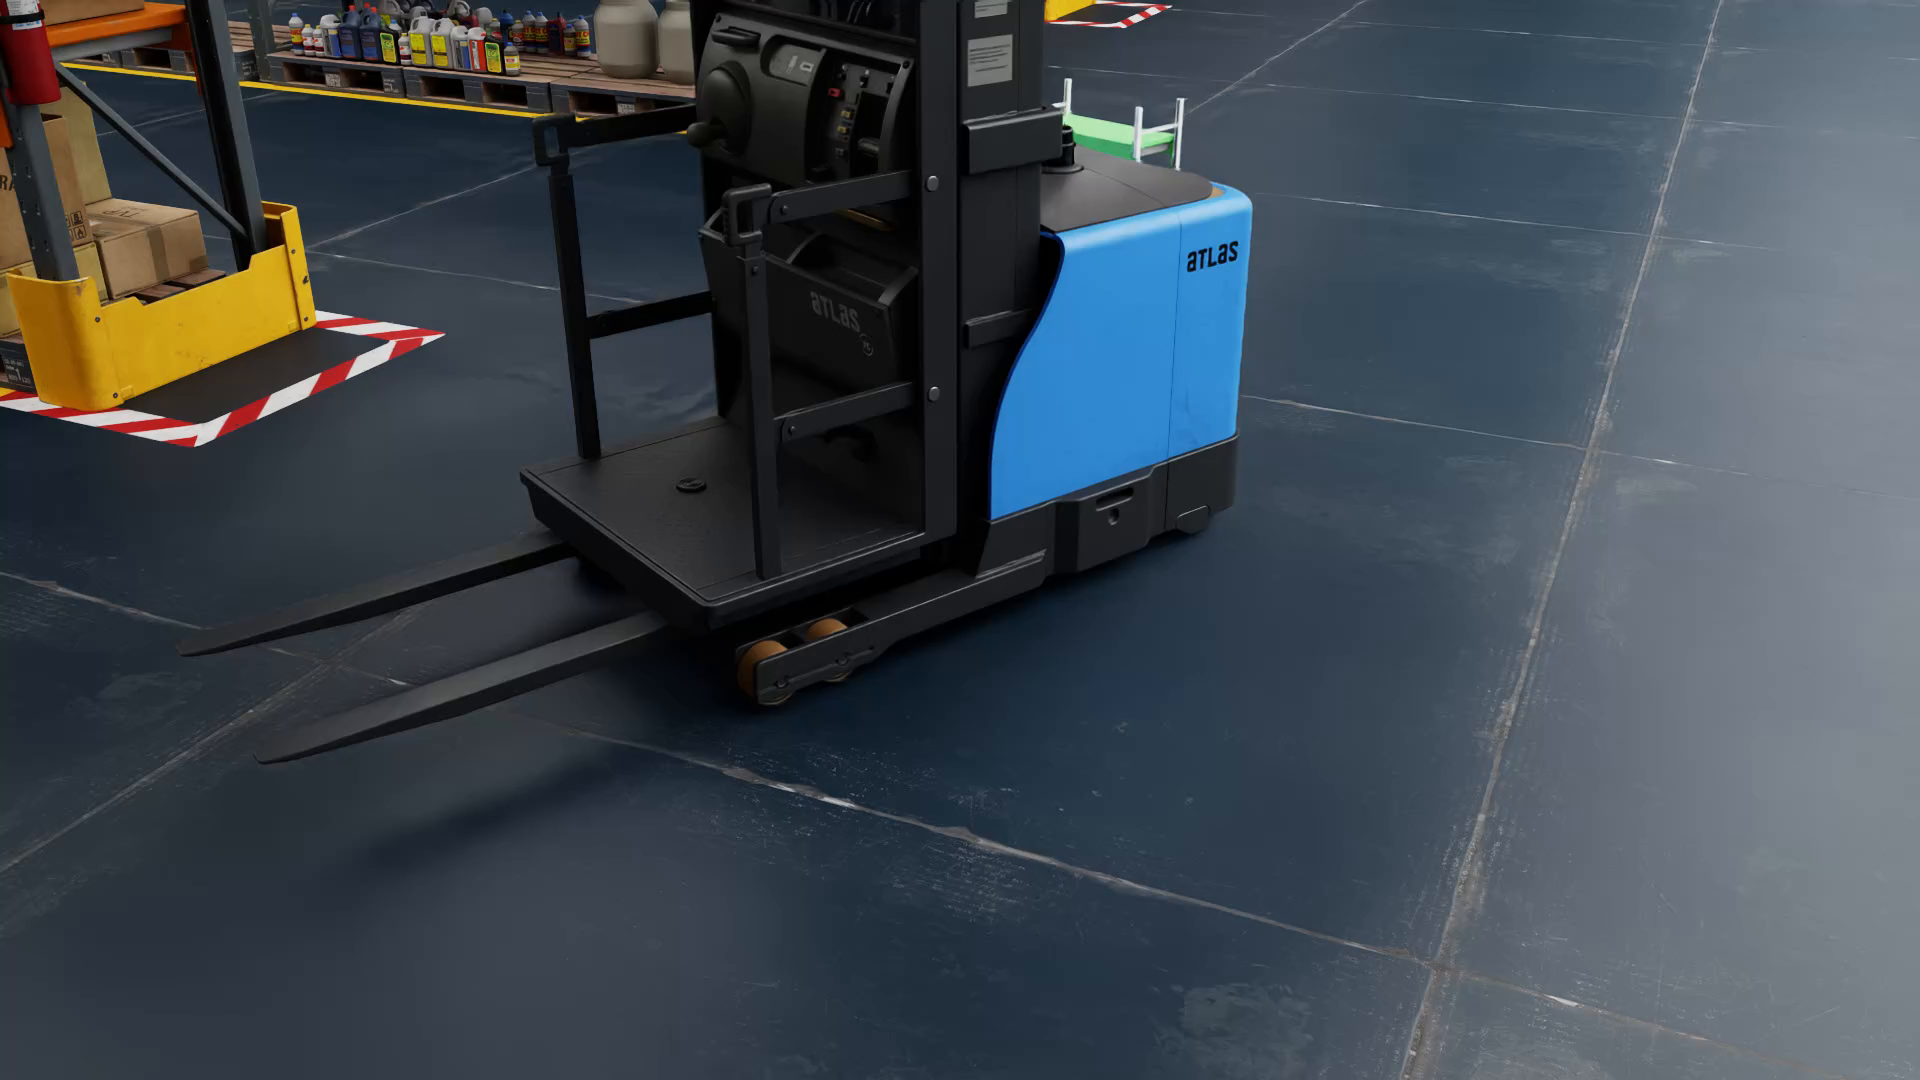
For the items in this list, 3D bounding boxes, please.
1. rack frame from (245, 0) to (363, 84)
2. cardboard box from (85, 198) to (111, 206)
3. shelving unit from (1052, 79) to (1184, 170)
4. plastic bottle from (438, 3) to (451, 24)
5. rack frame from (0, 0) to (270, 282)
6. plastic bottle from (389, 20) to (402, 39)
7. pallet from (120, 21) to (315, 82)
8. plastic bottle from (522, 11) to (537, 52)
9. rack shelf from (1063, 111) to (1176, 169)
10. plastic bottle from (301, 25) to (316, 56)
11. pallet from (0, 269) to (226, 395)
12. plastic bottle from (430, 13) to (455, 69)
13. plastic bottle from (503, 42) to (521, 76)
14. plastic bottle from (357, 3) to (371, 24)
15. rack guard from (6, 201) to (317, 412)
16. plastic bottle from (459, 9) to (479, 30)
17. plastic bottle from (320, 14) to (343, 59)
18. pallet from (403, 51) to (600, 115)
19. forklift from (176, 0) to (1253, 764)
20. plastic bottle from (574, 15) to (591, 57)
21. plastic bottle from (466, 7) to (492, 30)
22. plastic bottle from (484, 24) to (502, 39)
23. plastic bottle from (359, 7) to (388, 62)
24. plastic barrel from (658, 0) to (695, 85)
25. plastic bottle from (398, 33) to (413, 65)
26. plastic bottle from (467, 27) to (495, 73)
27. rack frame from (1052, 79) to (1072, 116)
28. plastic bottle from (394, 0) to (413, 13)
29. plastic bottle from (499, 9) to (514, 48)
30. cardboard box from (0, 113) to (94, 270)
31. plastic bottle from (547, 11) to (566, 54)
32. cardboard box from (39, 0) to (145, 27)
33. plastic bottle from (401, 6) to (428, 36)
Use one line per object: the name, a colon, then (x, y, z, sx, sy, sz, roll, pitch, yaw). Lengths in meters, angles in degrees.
rack frame: (-4.748, -4.809, 11.622, 0.127, 3.000, 1.000, 11, 28, 22)
cardboard box: (-4.013, -1.319, 7.171, 0.500, 0.250, 0.500, 11, 28, 22)
shelving unit: (0.466, -0.956, 5.825, 0.503, 1.200, 0.258, 23, 33, 39)
plastic bottle: (-3.702, -3.738, 12.023, 0.133, 0.283, 0.061, 13, 29, 25)
rack frame: (-3.160, -2.087, 6.093, 0.127, 3.000, 1.000, 11, 28, 22)
plastic bottle: (-3.864, -3.422, 11.395, 0.097, 0.271, 0.097, 0, 26, 0)
pallet: (-5.479, -3.686, 12.498, 1.213, 0.211, 1.003, 11, 28, 22)
plastic bottle: (-3.031, -3.589, 11.734, 0.097, 0.271, 0.097, 0, 26, 0)
rack shelf: (0.473, -1.332, 5.648, 0.480, 0.148, 0.258, 23, 33, 39)
plastic bottle: (-4.547, -3.498, 11.629, 0.097, 0.201, 0.097, 0, 26, 0)
pallet: (-3.874, -0.959, 6.958, 1.213, 0.211, 1.003, 11, 28, 22)
plastic bottle: (-3.457, -3.357, 11.174, 0.185, 0.351, 0.144, 13, 29, 24)
plastic bottle: (-2.960, -3.179, 10.982, 0.097, 0.201, 0.097, 0, 26, 0)
plastic bottle: (-4.125, -3.562, 11.589, 0.185, 0.351, 0.144, 11, 28, 22)
rack guard: (-3.139, -0.961, 6.636, 0.348, 0.500, 1.175, 11, 28, 22)
plastic bottle: (-3.471, -3.618, 11.779, 0.133, 0.283, 0.061, 11, 28, 22)
plastic bottle: (-4.334, -3.502, 11.552, 0.135, 0.276, 0.152, 12, 29, 24)
pallet: (-3.039, -3.196, 11.503, 1.213, 0.211, 1.003, 11, 28, 22)
forklift: (-0.587, -1.144, 4.256, 3.031, 2.935, 1.130, -19, 32, -34)
plastic bottle: (-2.628, -3.508, 11.570, 0.097, 0.271, 0.097, 0, 26, 0)
plastic bottle: (-3.427, -3.657, 11.868, 0.135, 0.276, 0.152, 12, 29, 23)
plastic bottle: (-3.134, -3.316, 11.167, 0.133, 0.283, 0.061, 11, 28, 22)
plastic bottle: (-4.013, -3.469, 11.401, 0.185, 0.351, 0.144, 10, 28, 20)
plastic barrel: (-1.737, -3.240, 10.775, 0.421, 0.512, 0.421, 0, 26, 0)
plastic bottle: (-3.765, -3.341, 11.310, 0.097, 0.201, 0.097, 0, 26, 0)
plastic bottle: (-3.178, -3.270, 11.081, 0.135, 0.276, 0.152, 12, 28, 22)
rack frame: (0.290, -1.031, 5.977, 0.015, 1.200, 0.240, 23, 33, 39)
plastic bottle: (-4.042, -3.816, 12.106, 0.185, 0.351, 0.144, 11, 28, 20)
plastic bottle: (-3.216, -3.626, 11.810, 0.097, 0.271, 0.097, 0, 26, 0)
cardboard box: (-3.772, -1.356, 6.398, 0.500, 0.500, 0.500, 11, 28, 22)
plastic bottle: (-2.827, -3.562, 11.666, 0.133, 0.283, 0.061, 12, 29, 23)
cardboard box: (-3.580, -2.222, 6.254, 0.500, 0.500, 0.700, 11, 28, 22)
plastic bottle: (-3.906, -3.683, 11.921, 0.135, 0.276, 0.152, 11, 28, 22)
